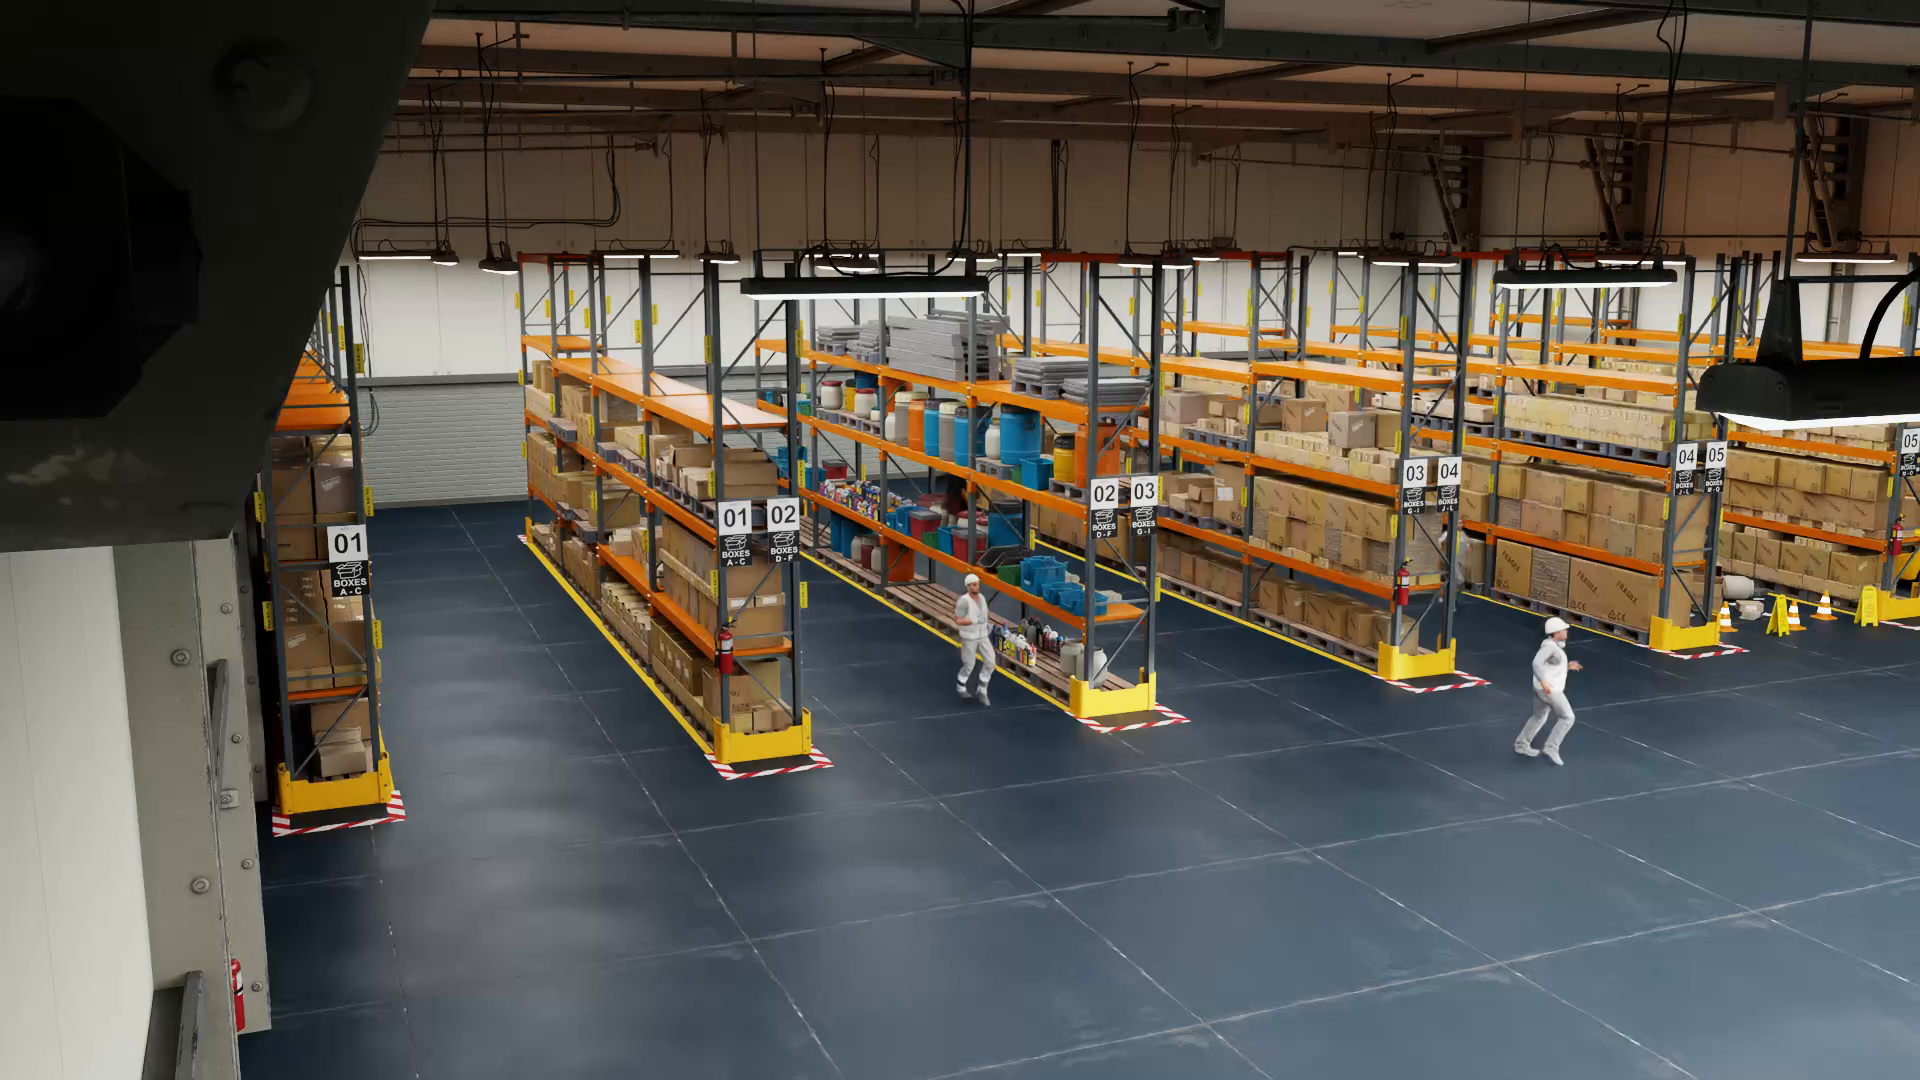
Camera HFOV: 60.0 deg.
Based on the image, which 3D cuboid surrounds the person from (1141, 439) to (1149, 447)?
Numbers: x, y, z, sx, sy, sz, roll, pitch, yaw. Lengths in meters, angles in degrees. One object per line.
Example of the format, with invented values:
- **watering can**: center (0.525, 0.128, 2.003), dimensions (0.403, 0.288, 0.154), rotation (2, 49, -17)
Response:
- **person**: center (4.653, -1.970, 41.170), dimensions (0.821, 1.610, 0.551), rotation (-7, 12, -33)

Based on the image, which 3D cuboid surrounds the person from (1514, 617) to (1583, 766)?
- **person**: center (7.169, 1.822, 20.204), dimensions (0.756, 1.809, 0.648), rotation (2, 11, 9)

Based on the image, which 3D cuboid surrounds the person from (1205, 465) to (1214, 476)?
- **person**: center (6.344, -2.148, 42.223), dimensions (0.596, 1.652, 0.589), rotation (-7, 12, -33)

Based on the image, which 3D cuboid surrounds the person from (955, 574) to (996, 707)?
- **person**: center (0.213, 1.368, 22.613), dimensions (0.630, 1.832, 0.708), rotation (-7, 13, -35)

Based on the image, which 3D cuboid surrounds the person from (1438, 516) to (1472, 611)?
- **person**: center (8.463, 0.398, 28.418), dimensions (0.503, 1.617, 0.682), rotation (-6, 12, -31)
